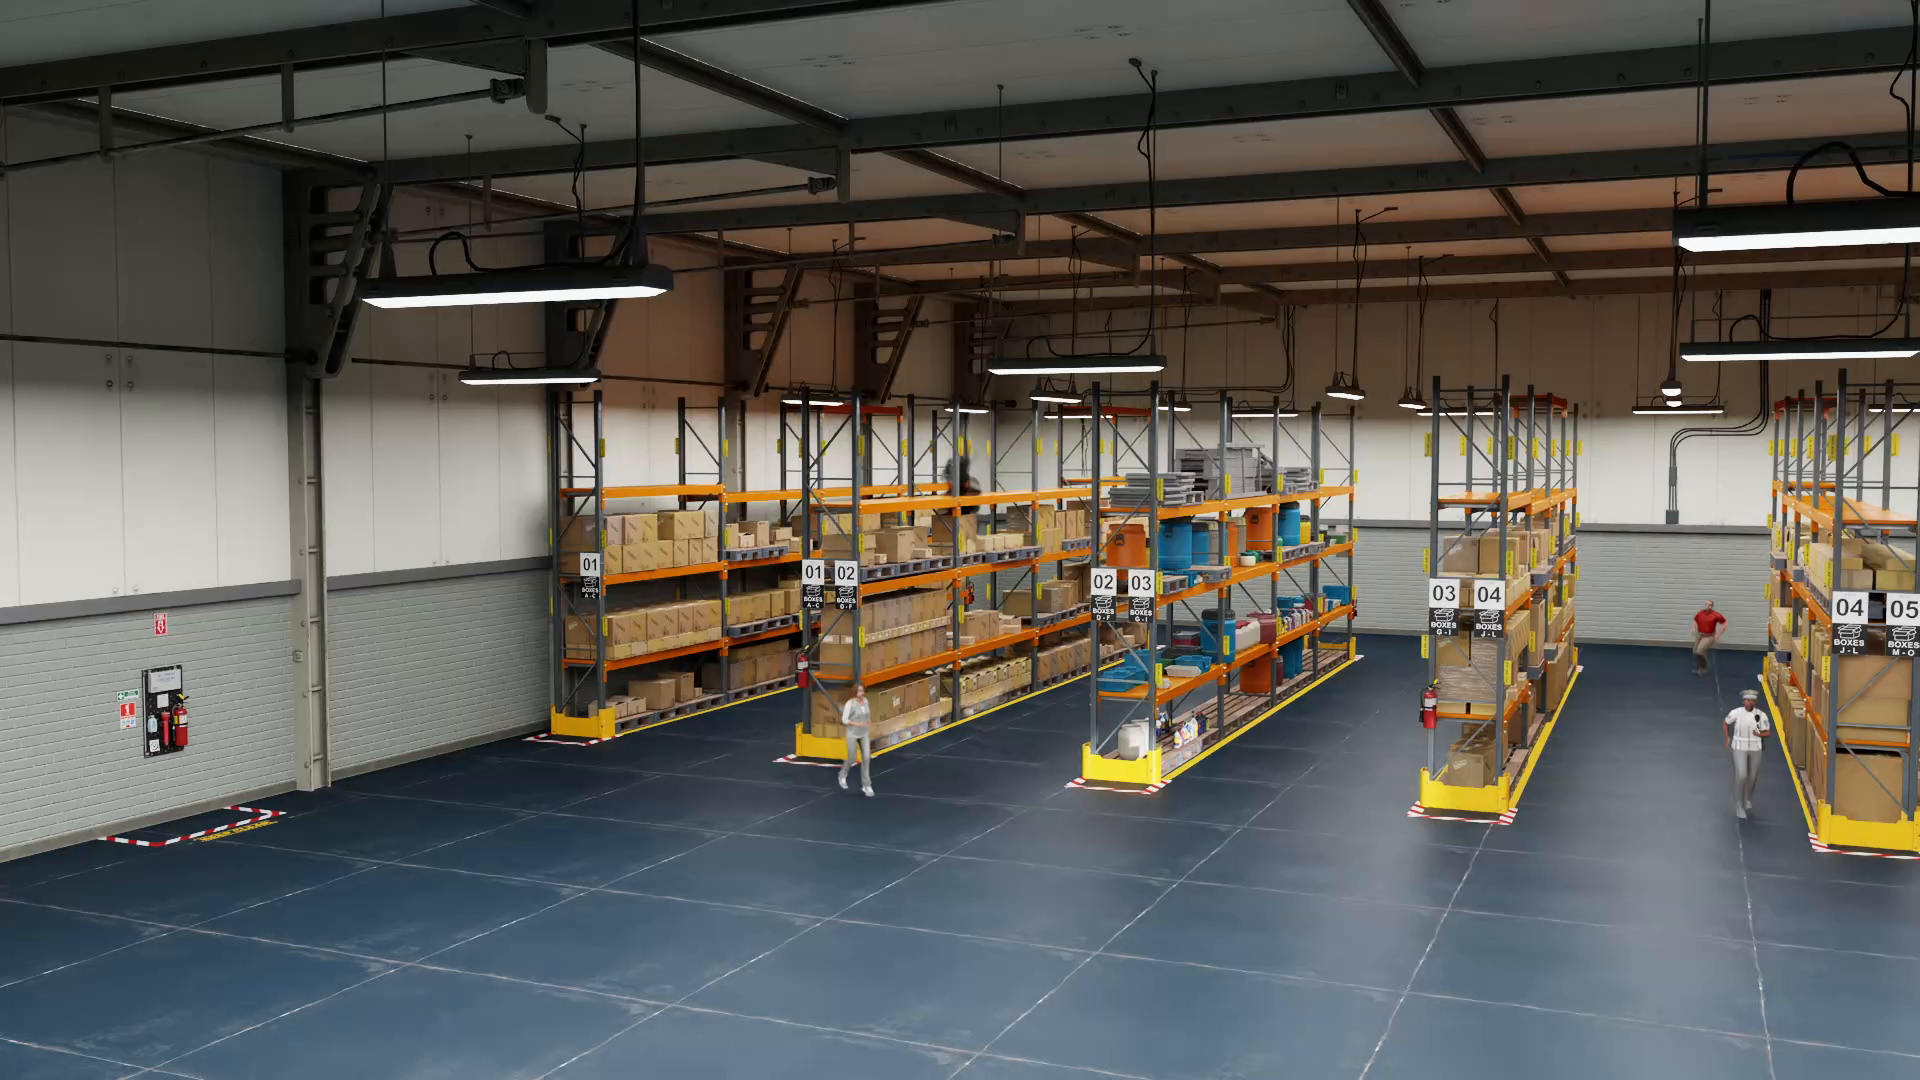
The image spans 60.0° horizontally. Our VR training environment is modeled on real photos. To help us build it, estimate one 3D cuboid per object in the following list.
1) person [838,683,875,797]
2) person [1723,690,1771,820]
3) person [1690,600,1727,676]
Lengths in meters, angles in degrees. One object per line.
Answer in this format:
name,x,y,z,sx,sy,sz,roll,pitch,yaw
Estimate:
person,-1.495,2.867,24.088,0.559,1.625,0.769,-2,4,-36
person,10.734,2.904,22.684,0.546,1.758,0.770,1,3,15
person,16.360,2.157,36.480,0.610,1.693,0.722,-2,4,-29
